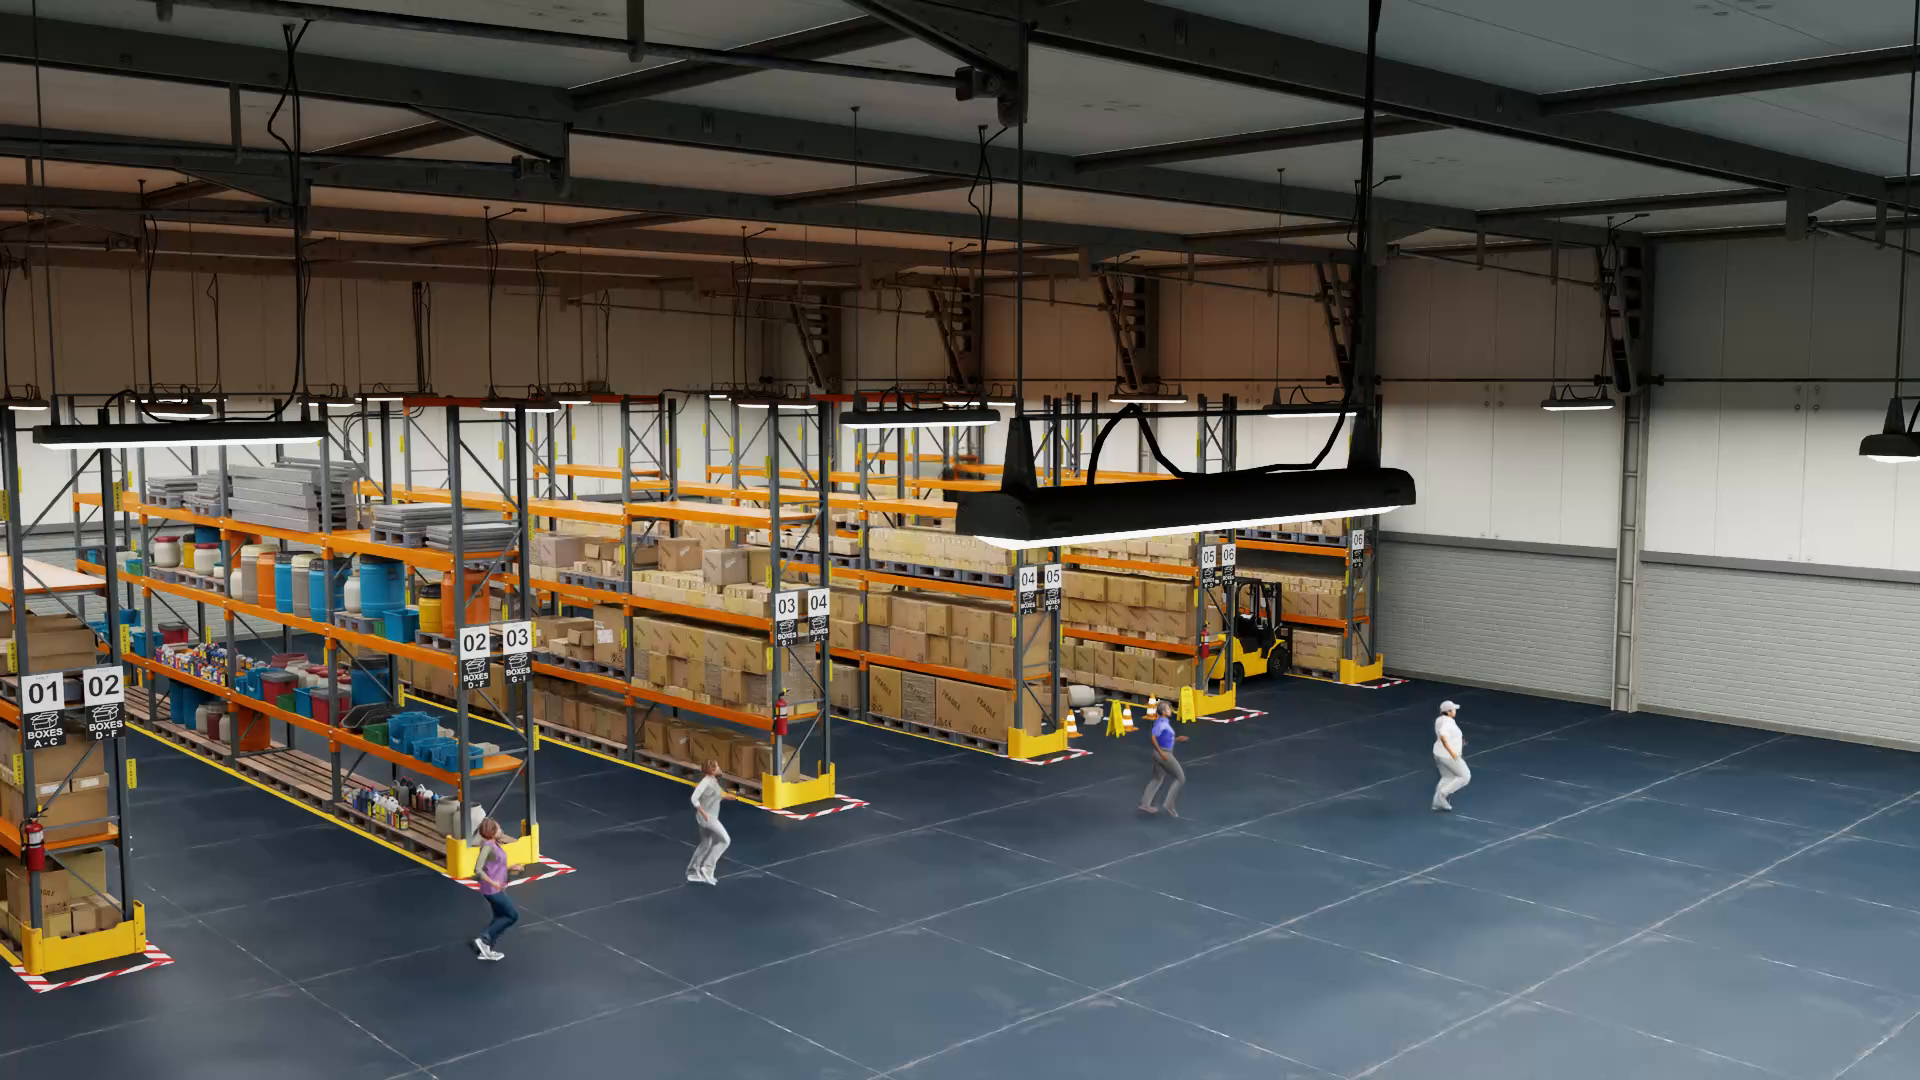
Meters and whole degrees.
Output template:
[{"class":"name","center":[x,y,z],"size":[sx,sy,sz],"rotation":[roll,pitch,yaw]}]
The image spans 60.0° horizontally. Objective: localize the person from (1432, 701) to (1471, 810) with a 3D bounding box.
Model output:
[{"class":"person","center":[7.204,3.163,24.390],"size":[0.556,1.620,0.606],"rotation":[-1,6,-8]}]

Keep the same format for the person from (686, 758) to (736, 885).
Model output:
[{"class":"person","center":[-3.132,3.535,20.901],"size":[0.646,1.571,0.510],"rotation":[-1,6,-11]}]

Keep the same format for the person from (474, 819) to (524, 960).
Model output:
[{"class":"person","center":[-5.004,3.801,18.076],"size":[0.530,1.556,0.528],"rotation":[-1,6,-14]}]

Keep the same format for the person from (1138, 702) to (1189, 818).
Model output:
[{"class":"person","center":[2.961,3.187,24.093],"size":[0.724,1.697,0.544],"rotation":[-1,6,-9]}]
